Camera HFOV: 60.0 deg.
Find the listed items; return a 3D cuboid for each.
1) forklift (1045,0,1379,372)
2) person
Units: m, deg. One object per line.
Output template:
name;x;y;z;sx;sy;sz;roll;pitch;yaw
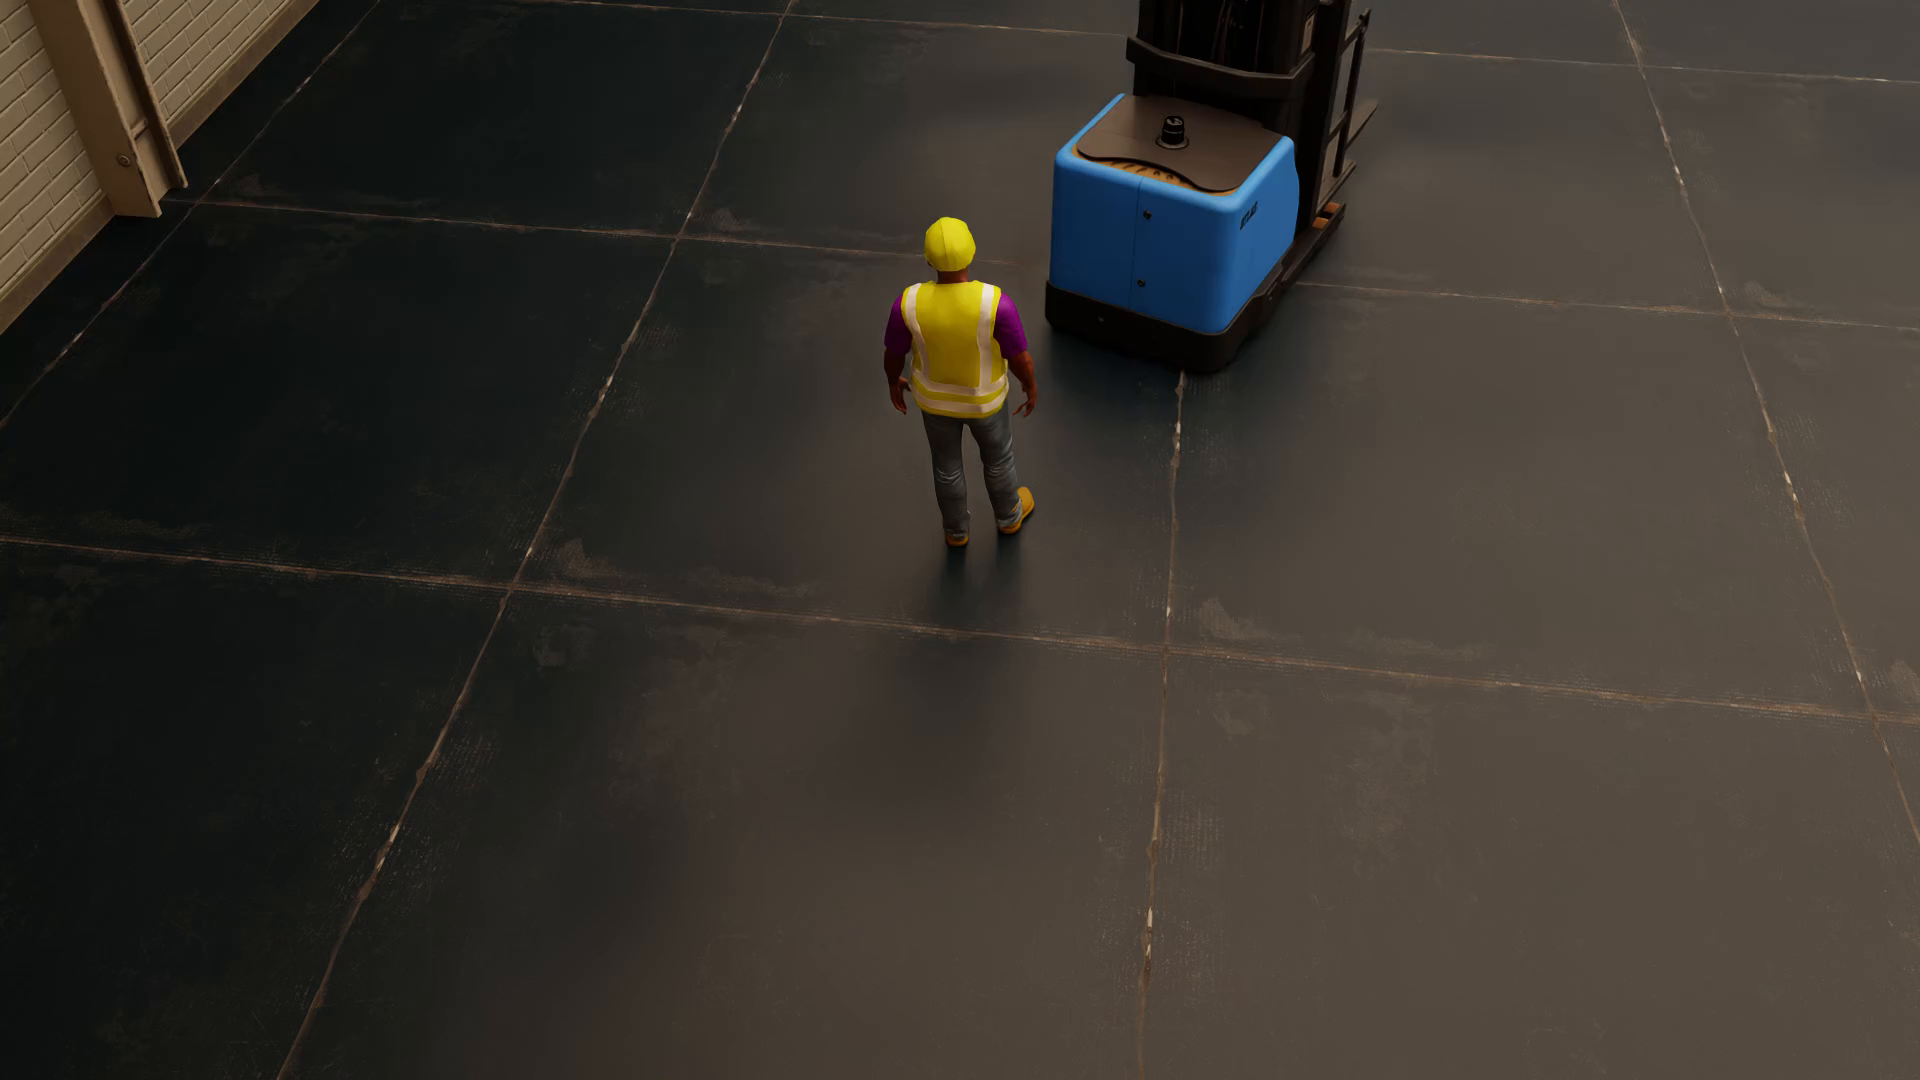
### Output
forklift;1.633;-2.947;8.932;1.130;2.935;3.031;21;47;21
person;0.015;-0.702;7.339;0.665;1.768;0.575;5;43;6
